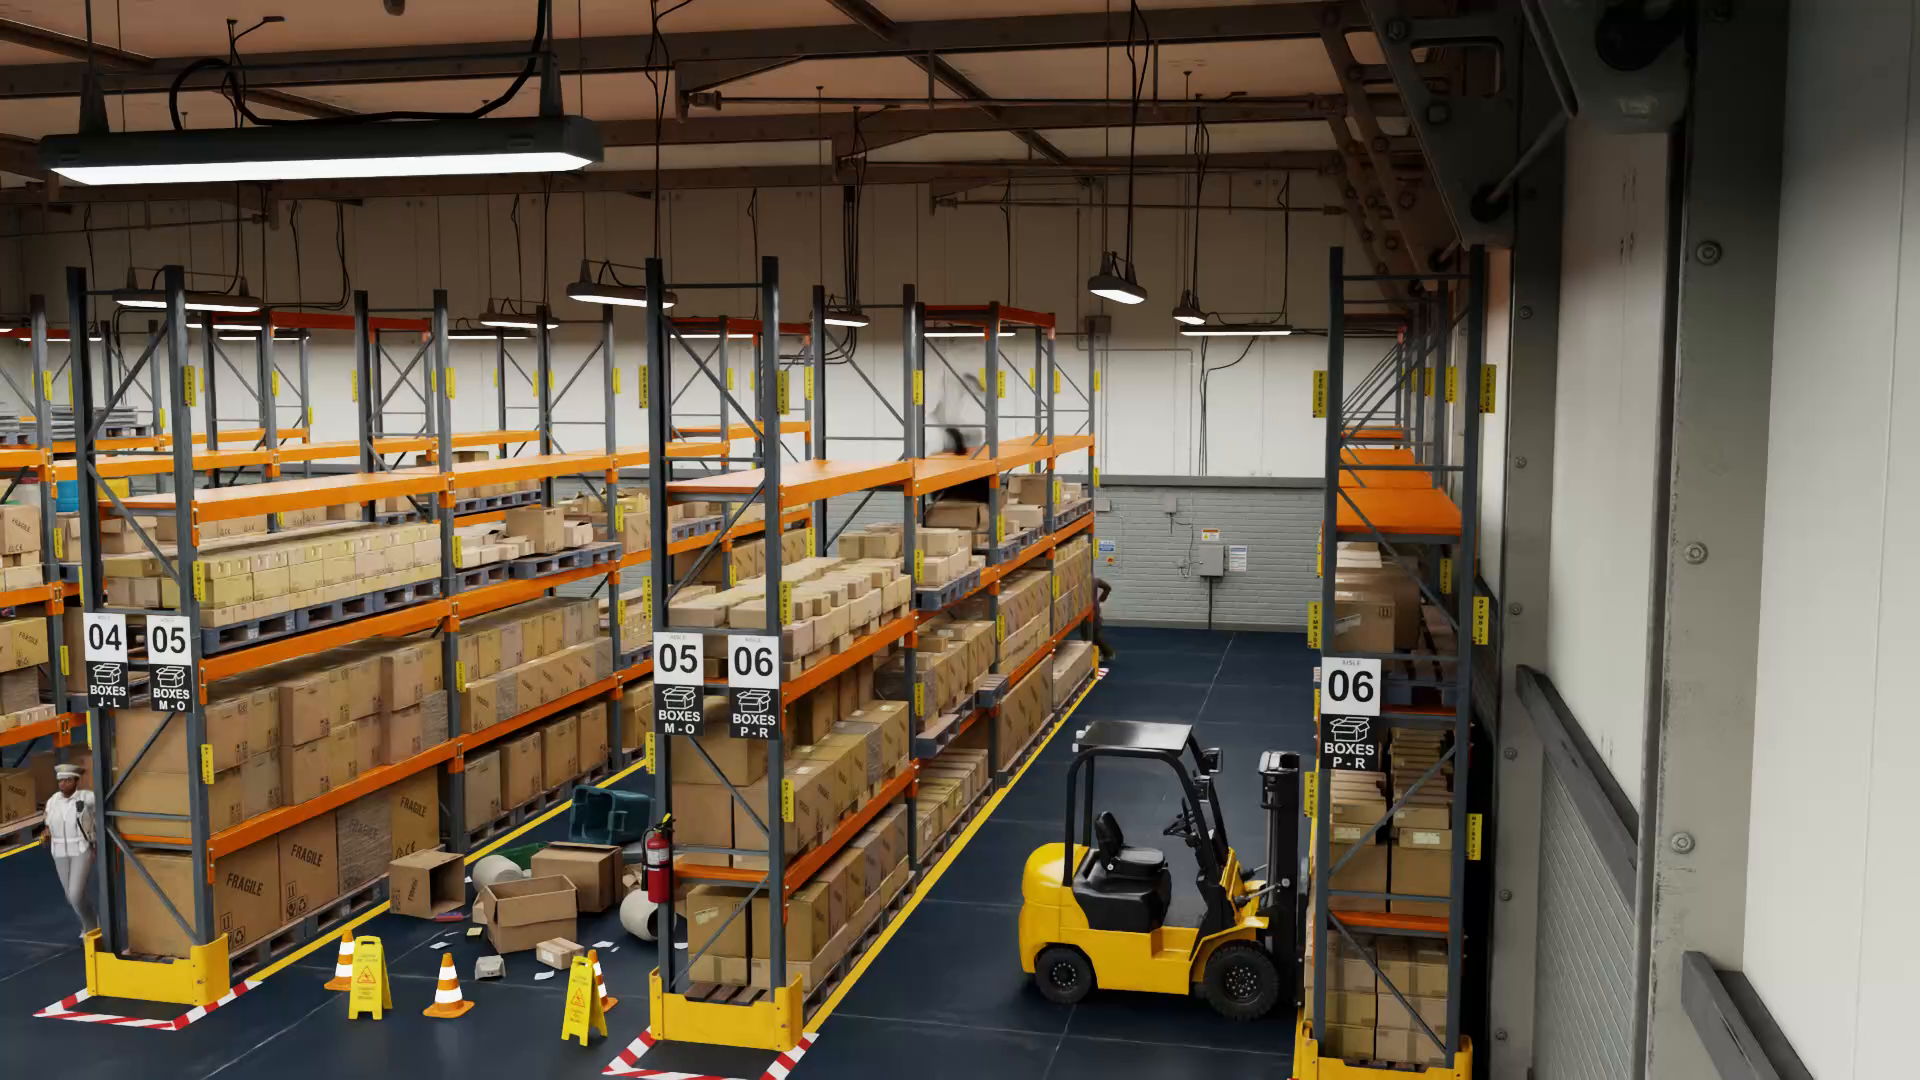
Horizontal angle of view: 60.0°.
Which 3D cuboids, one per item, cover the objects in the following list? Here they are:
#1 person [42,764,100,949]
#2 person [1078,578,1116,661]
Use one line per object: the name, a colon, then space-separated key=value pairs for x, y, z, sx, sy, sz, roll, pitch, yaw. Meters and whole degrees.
person: x=-7.927 y=2.838 z=14.890 sx=0.548 sy=1.691 sz=0.681 roll=0 pitch=6 yaw=1
person: x=2.357 y=1.345 z=29.355 sx=0.729 sy=1.808 sz=0.749 roll=3 pitch=6 yaw=26
